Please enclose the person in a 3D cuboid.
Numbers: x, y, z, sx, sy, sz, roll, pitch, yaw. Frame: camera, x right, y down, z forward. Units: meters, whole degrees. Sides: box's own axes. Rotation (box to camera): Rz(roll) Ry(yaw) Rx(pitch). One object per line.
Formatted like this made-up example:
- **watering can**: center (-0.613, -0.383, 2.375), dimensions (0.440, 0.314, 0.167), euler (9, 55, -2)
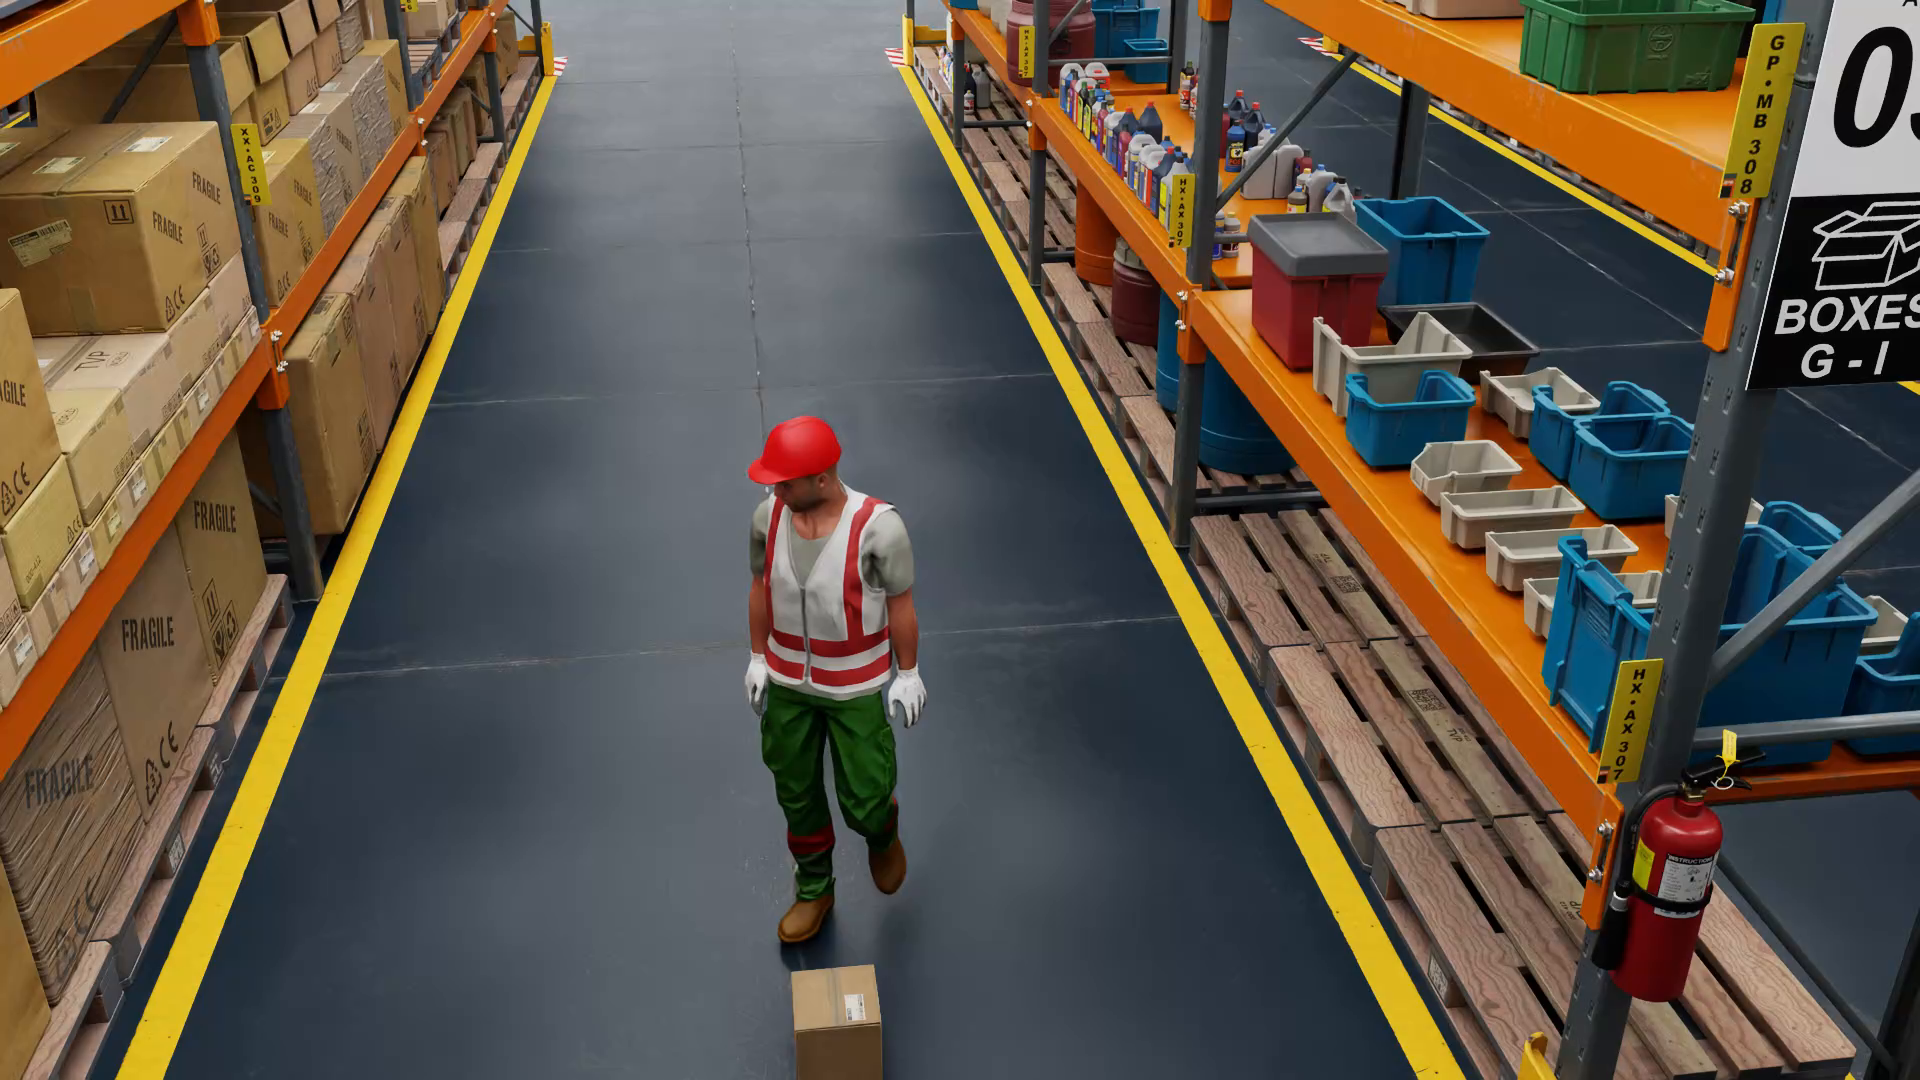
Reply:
- **person**: center (-0.412, 0.438, 5.179), dimensions (0.586, 1.775, 0.513), euler (10, 28, 18)
